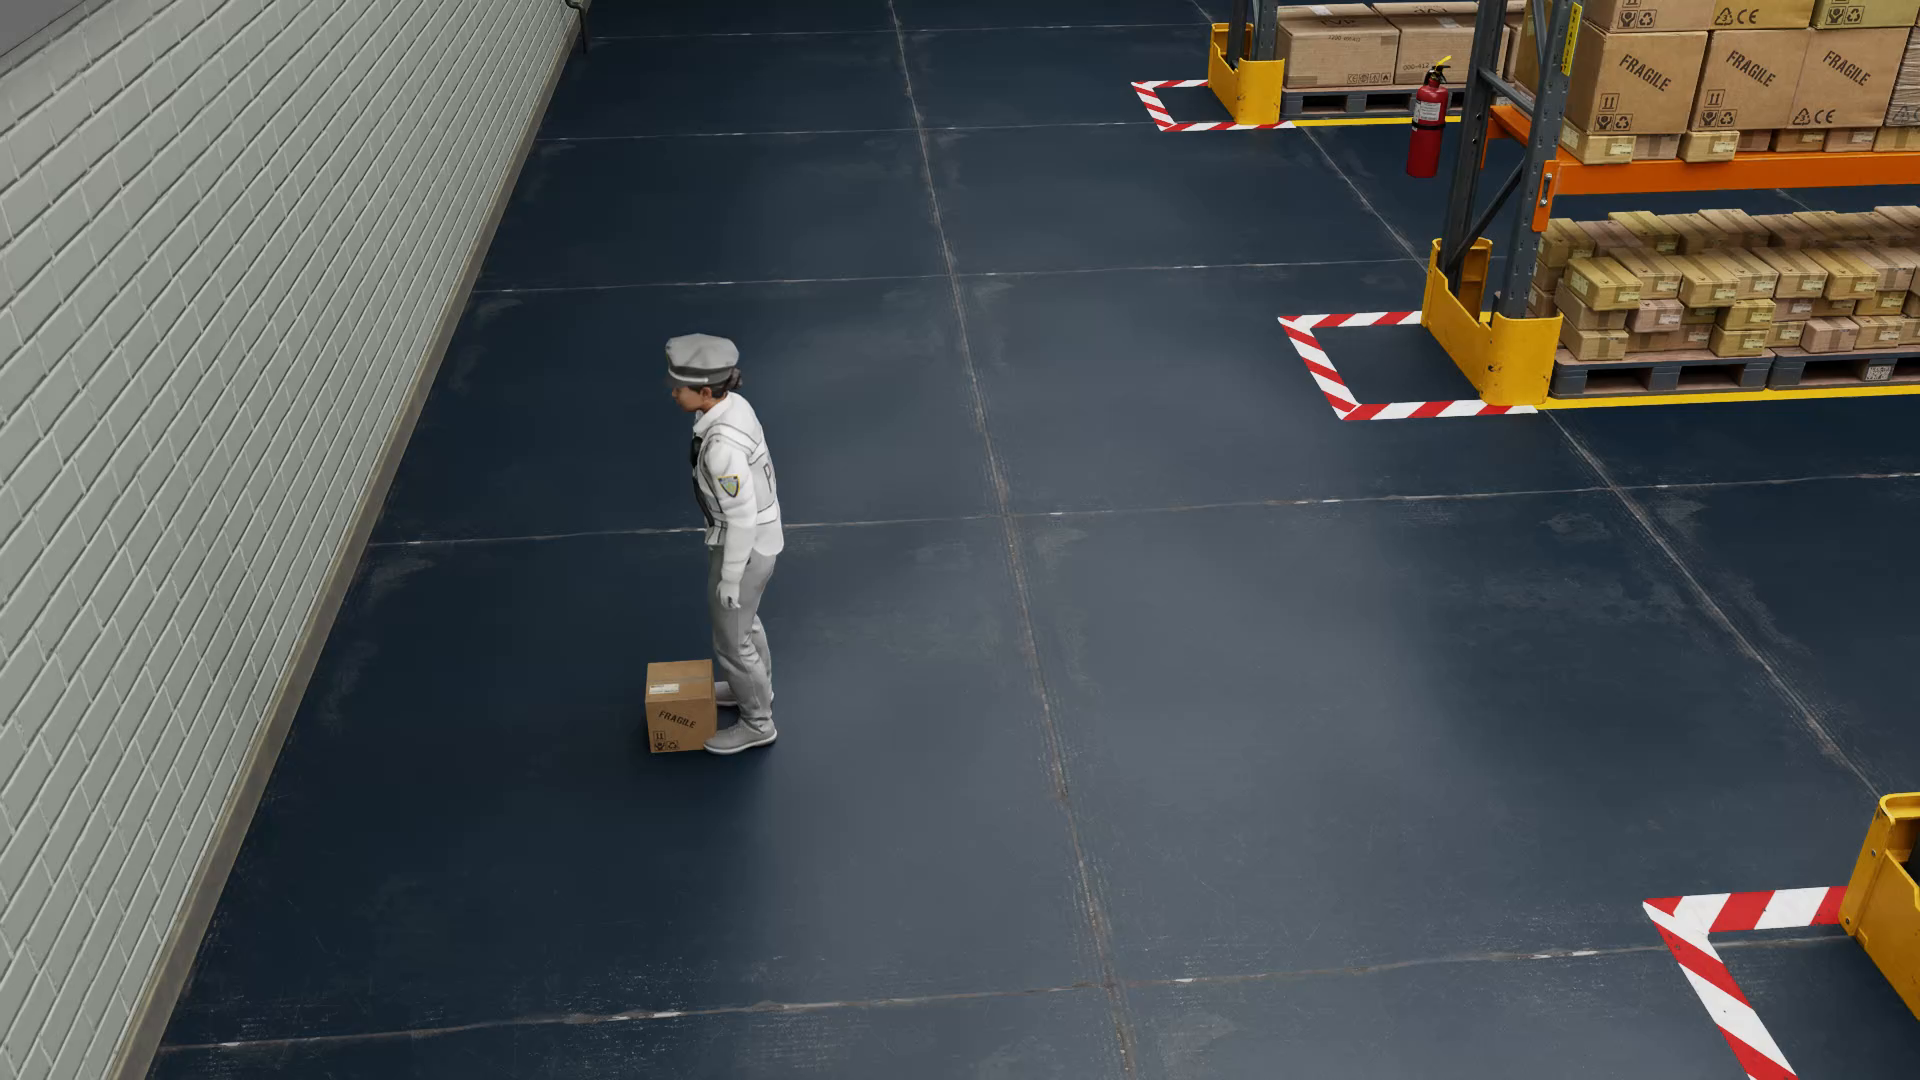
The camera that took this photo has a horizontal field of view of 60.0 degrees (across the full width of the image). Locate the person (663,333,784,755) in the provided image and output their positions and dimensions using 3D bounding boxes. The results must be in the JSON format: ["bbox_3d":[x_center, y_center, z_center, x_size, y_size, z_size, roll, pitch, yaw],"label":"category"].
[{"bbox_3d":[-0.834,0.026,6.089,0.374,1.662,0.540,-5,32,-7],"label":"person"}]
